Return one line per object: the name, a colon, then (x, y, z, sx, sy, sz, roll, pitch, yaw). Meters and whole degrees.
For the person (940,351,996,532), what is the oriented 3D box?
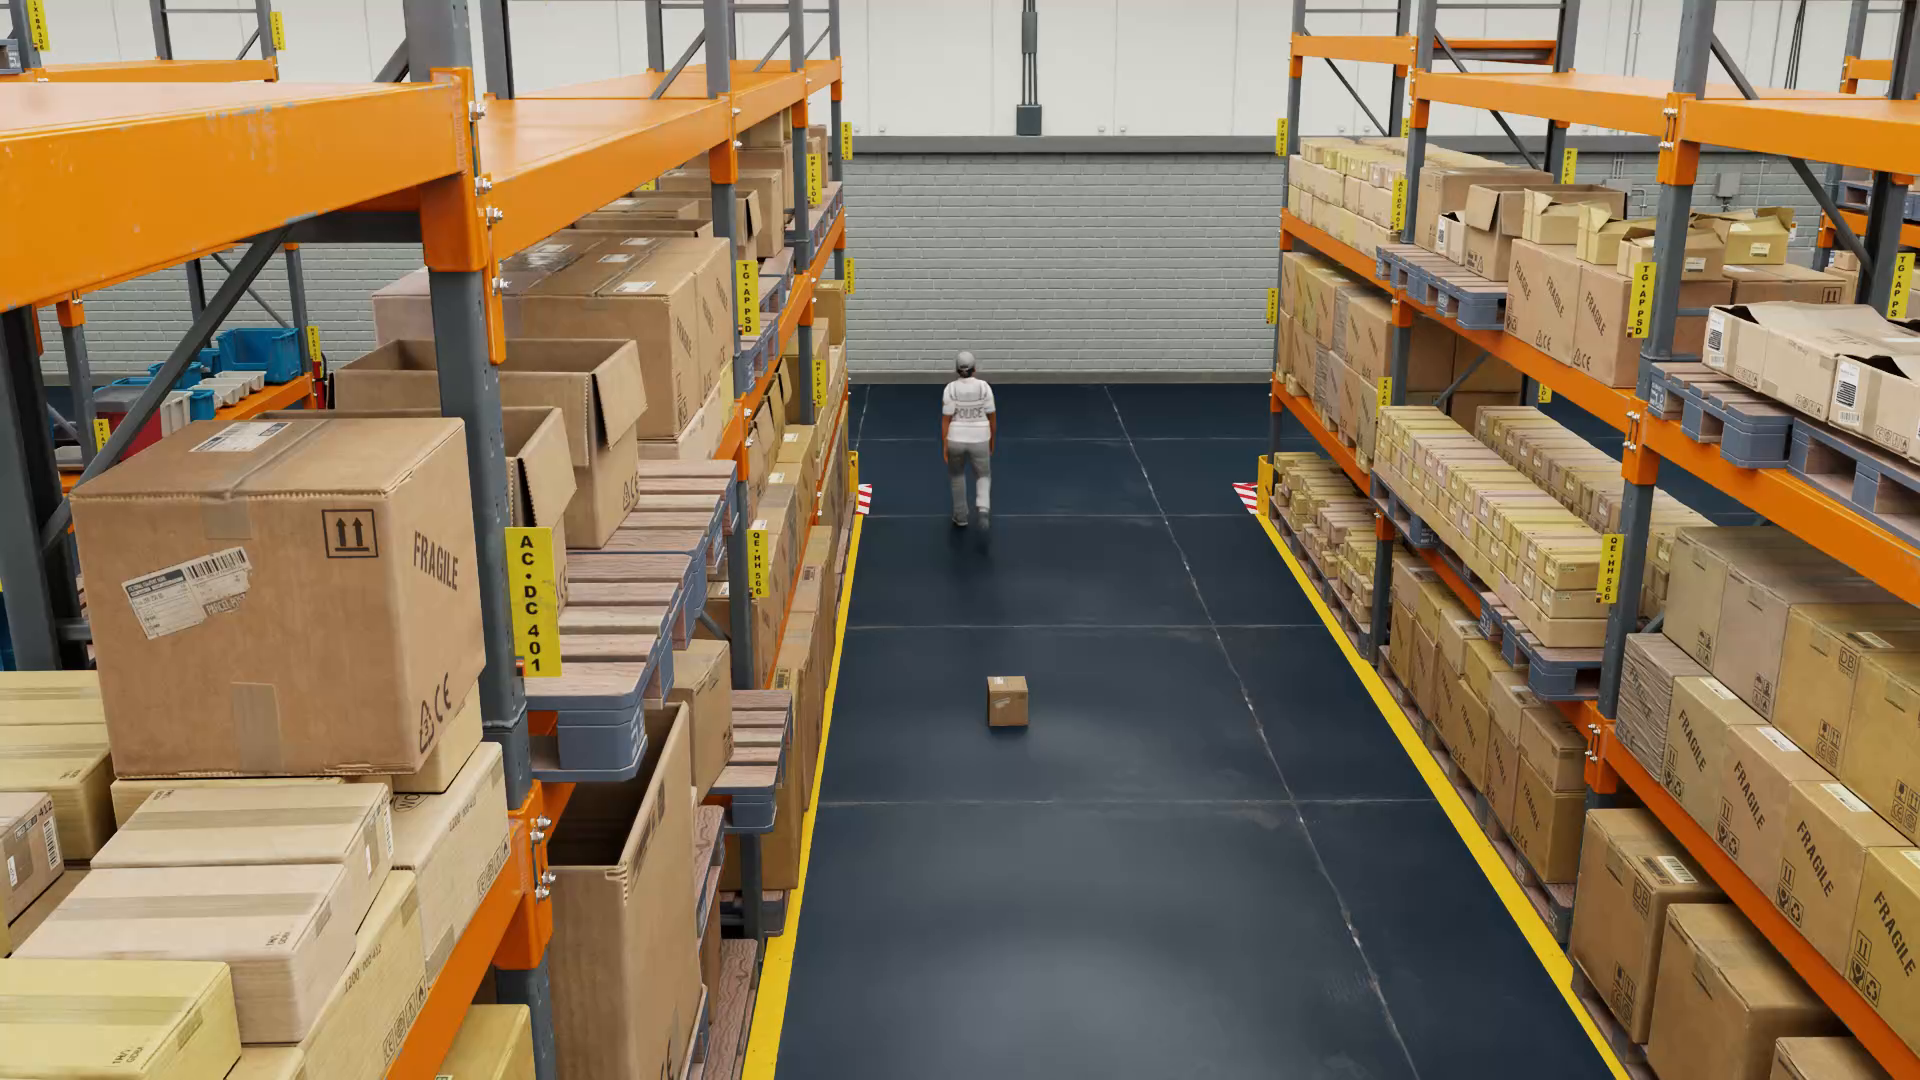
person: (0.072, -0.880, 14.852, 0.496, 1.630, 0.732, 0, 17, -1)
